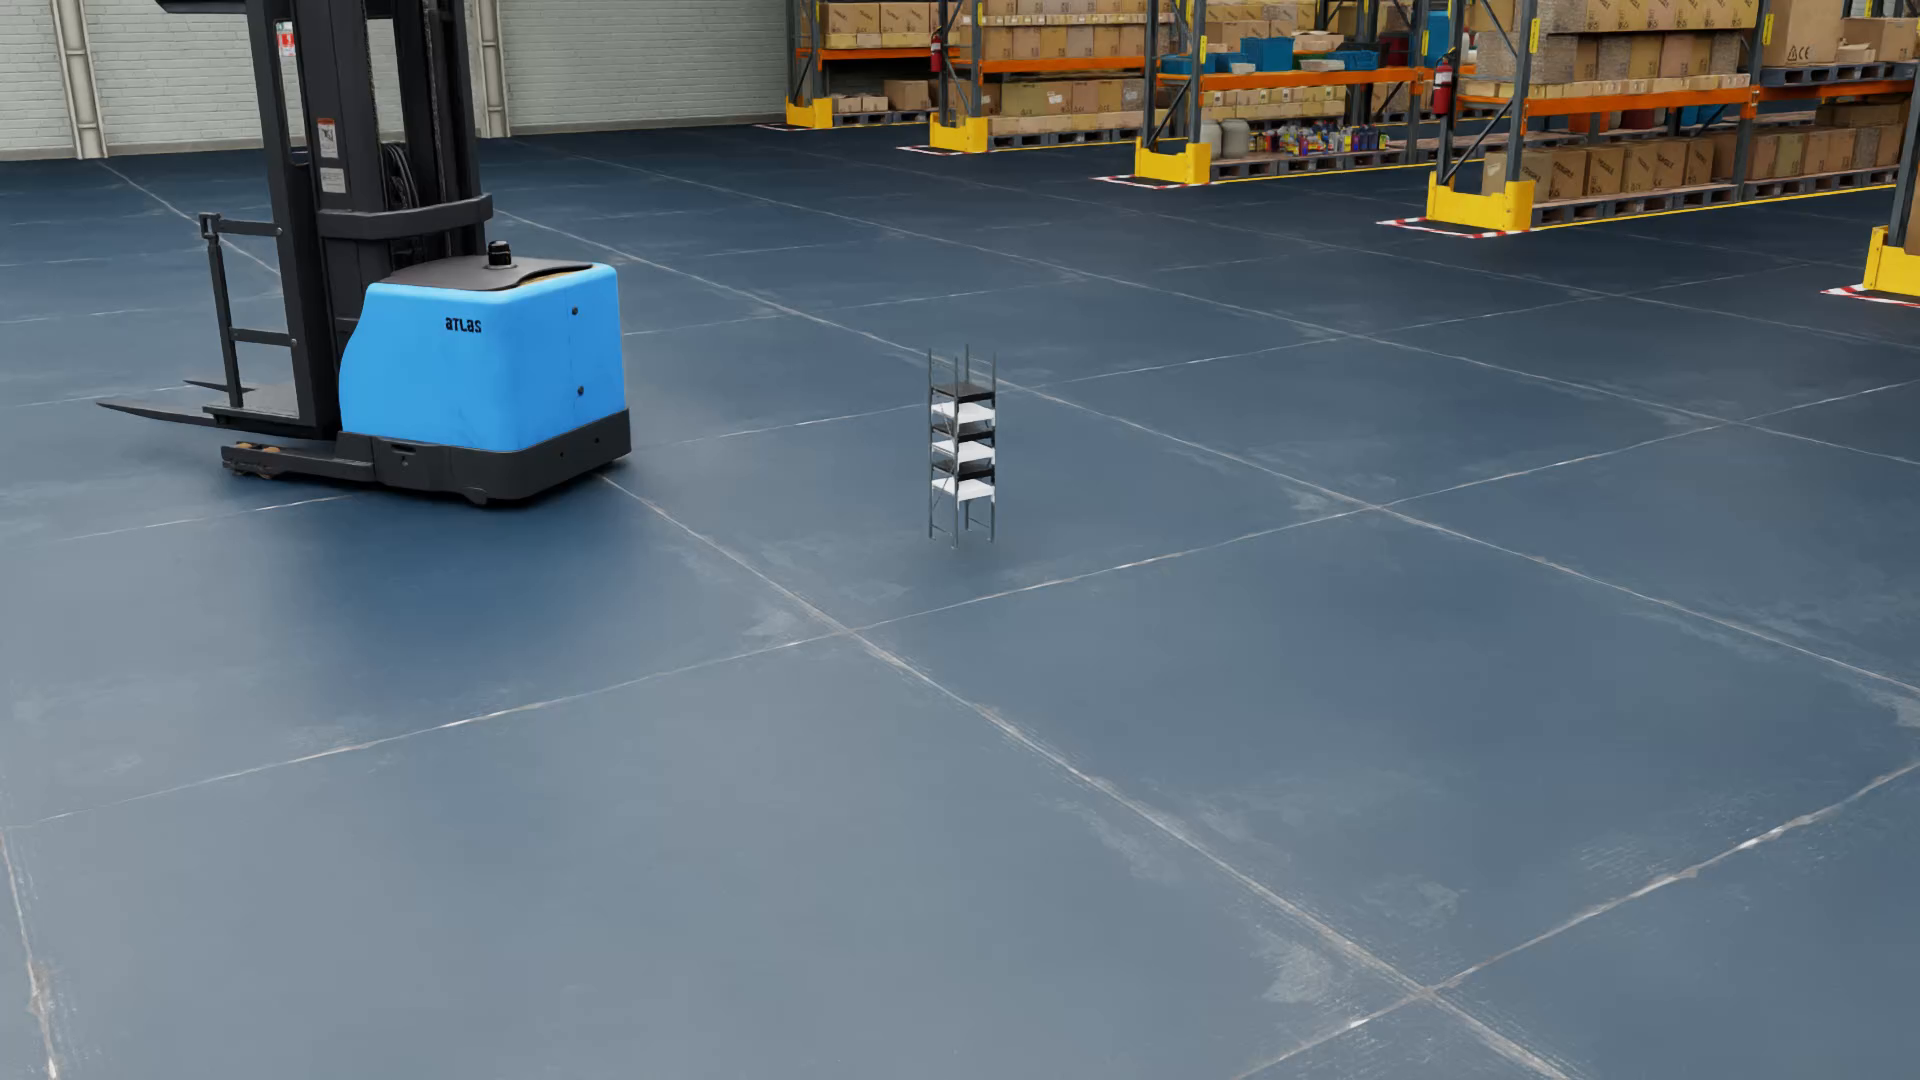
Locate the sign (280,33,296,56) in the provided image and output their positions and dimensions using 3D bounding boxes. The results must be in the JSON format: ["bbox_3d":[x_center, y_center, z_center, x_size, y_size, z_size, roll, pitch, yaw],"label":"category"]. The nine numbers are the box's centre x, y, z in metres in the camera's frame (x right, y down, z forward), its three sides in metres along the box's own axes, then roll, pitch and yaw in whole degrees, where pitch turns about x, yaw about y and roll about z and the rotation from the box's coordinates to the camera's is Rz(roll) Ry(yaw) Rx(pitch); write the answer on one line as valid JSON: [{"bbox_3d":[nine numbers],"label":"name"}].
[{"bbox_3d":[-10.237,-7.570,25.398,0.234,0.329,0.001,-12,22,-31],"label":"sign"}]

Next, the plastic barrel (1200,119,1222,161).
[{"bbox_3d":[3.225,-5.257,21.841,0.421,0.512,0.421,0,19,0],"label":"plastic barrel"}]

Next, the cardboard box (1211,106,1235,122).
[{"bbox_3d":[4.237,-7.122,27.764,0.500,0.250,0.500,-11,22,-30],"label":"cardboard box"}]

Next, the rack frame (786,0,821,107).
[{"bbox_3d":[-2.732,-8.751,28.945,0.127,3.000,1.000,-12,22,-31],"label":"rack frame"}]

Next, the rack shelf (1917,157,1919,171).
[{"bbox_3d":[9.755,-3.443,14.368,4.000,0.370,1.077,-12,22,-31],"label":"rack shelf"}]

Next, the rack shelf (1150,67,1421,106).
[{"bbox_3d":[4.387,-6.112,22.264,4.000,0.370,1.077,-12,22,-31],"label":"rack shelf"}]

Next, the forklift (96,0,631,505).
[{"bbox_3d":[-3.329,-1.852,8.648,3.031,2.935,1.130,8,20,22],"label":"forklift"}]

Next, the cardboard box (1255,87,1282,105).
[{"bbox_3d":[5.102,-7.570,28.215,0.500,0.311,0.500,-11,22,-30],"label":"cardboard box"}]

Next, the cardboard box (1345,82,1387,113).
[{"bbox_3d":[7.215,-7.863,29.537,0.500,0.500,0.500,-11,22,-29],"label":"cardboard box"}]

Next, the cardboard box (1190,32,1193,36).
[{"bbox_3d":[4.567,-10.088,33.263,0.250,0.149,0.380,-12,22,-31],"label":"cardboard box"}]

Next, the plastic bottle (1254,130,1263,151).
[{"bbox_3d":[4.097,-5.489,22.850,0.133,0.283,0.061,-11,22,-30],"label":"plastic bottle"}]

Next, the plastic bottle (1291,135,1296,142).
[{"bbox_3d":[4.590,-5.491,22.987,0.097,0.201,0.097,0,19,0],"label":"plastic bottle"}]

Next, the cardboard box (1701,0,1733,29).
[{"bbox_3d":[8.140,-5.901,18.334,0.500,0.500,0.500,-12,22,-31],"label":"cardboard box"}]

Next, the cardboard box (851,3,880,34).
[{"bbox_3d":[-1.749,-9.132,29.106,0.500,0.500,0.500,-12,22,-31],"label":"cardboard box"}]

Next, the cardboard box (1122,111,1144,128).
[{"bbox_3d":[2.646,-6.802,26.818,0.500,0.250,0.500,-12,22,-31],"label":"cardboard box"}]

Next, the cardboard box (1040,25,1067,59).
[{"bbox_3d":[1.247,-7.732,25.776,0.500,0.500,0.700,-12,22,-31],"label":"cardboard box"}]

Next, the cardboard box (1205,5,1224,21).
[{"bbox_3d":[4.939,-10.464,33.362,0.500,0.500,0.500,-11,22,-30],"label":"cardboard box"}]

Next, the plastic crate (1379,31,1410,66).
[{"bbox_3d":[6.294,-7.003,23.675,0.583,0.464,0.402,-12,22,-31],"label":"plastic crate"}]

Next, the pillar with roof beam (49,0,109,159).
[{"bbox_3d":[-10.277,-8.682,19.375,0.400,9.000,9.100,-12,22,-31],"label":"pillar with roof beam"}]

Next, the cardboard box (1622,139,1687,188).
[{"bbox_3d":[7.951,-4.333,19.124,0.500,0.500,0.500,-5,19,-14],"label":"cardboard box"}]

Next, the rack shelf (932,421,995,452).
[{"bbox_3d":[0.007,-0.481,7.587,0.200,0.077,0.258,-12,22,-31],"label":"rack shelf"}]

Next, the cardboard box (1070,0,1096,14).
[{"bbox_3d":[1.712,-8.448,25.867,0.500,0.500,0.700,-12,22,-31],"label":"cardboard box"}]

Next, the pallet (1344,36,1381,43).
[{"bbox_3d":[7.205,-8.883,29.635,1.003,0.211,1.213,-12,22,-31],"label":"pallet"}]

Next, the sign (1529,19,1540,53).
[{"bbox_3d":[5.740,-5.041,16.620,0.005,0.325,0.100,-12,22,-31],"label":"sign"}]

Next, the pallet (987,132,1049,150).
[{"bbox_3d":[0.611,-6.251,25.906,1.213,0.211,1.003,-12,22,-31],"label":"pallet"}]

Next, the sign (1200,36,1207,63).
[{"bbox_3d":[3.016,-6.084,20.625,0.005,0.325,0.100,-12,22,-31],"label":"sign"}]

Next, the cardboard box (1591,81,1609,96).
[{"bbox_3d":[6.657,-4.814,17.693,0.250,0.149,0.380,-12,22,-31],"label":"cardboard box"}]

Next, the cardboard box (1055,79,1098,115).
[{"bbox_3d":[1.820,-6.976,26.163,0.500,0.500,0.500,-12,22,-31],"label":"cardboard box"}]

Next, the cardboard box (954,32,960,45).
[{"bbox_3d":[-0.041,-9.144,30.310,0.500,0.250,0.500,-12,22,-31],"label":"cardboard box"}]

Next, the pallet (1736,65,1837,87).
[{"bbox_3d":[9.500,-5.485,19.586,1.213,0.211,1.003,-12,22,-31],"label":"pallet"}]

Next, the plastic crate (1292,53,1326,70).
[{"bbox_3d":[4.769,-6.541,22.741,0.662,0.188,0.450,-12,22,-31],"label":"plastic crate"}]

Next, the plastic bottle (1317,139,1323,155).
[{"bbox_3d":[4.855,-5.315,22.465,0.097,0.201,0.097,0,19,0],"label":"plastic bottle"}]

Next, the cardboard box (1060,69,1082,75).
[{"bbox_3d":[2.013,-9.140,32.142,0.500,0.250,0.500,-13,22,-33],"label":"cardboard box"}]

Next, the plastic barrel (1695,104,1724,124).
[{"bbox_3d":[12.275,-7.328,27.358,0.708,0.901,0.600,-12,22,-31],"label":"plastic barrel"}]

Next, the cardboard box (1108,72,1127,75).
[{"bbox_3d":[2.883,-8.984,32.850,0.500,0.500,0.700,-12,22,-31],"label":"cardboard box"}]

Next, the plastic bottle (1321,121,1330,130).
[{"bbox_3d":[5.155,-5.728,23.452,0.185,0.351,0.144,-11,22,-30],"label":"plastic bottle"}]

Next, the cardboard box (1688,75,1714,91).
[{"bbox_3d":[8.160,-5.102,18.544,0.250,0.149,0.380,-12,22,-31],"label":"cardboard box"}]

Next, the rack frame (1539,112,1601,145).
[{"bbox_3d":[9.398,-7.510,25.275,0.127,3.000,1.000,-12,22,-31],"label":"rack frame"}]

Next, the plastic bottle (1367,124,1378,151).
[{"bbox_3d":[5.678,-5.568,22.981,0.185,0.351,0.144,-13,22,-33],"label":"plastic bottle"}]

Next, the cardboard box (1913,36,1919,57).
[{"bbox_3d":[12.398,-6.386,21.793,0.500,0.500,0.500,-11,22,-30],"label":"cardboard box"}]

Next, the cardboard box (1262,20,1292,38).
[{"bbox_3d":[5.285,-8.583,28.293,0.500,0.500,0.500,-13,23,-34],"label":"cardboard box"}]

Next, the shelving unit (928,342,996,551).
[{"bbox_3d":[0.007,-0.428,7.605,0.210,0.900,0.258,-12,22,-31],"label":"shelving unit"}]

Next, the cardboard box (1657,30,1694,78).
[{"bbox_3d":[7.573,-5.412,18.450,0.500,0.500,0.875,-12,22,-31],"label":"cardboard box"}]

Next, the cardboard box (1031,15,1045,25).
[{"bbox_3d":[1.082,-7.927,25.340,0.250,0.149,0.380,-12,22,-32],"label":"cardboard box"}]

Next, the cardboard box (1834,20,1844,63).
[{"bbox_3d":[10.179,-6.058,20.164,0.637,0.503,0.797,-9,21,-26],"label":"cardboard box"}]

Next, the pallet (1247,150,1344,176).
[{"bbox_3d":[4.454,-5.161,22.681,1.213,0.211,1.003,-12,22,-31],"label":"pallet"}]

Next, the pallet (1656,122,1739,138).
[{"bbox_3d":[12.072,-6.769,27.436,1.213,0.211,1.003,-12,22,-31],"label":"pallet"}]

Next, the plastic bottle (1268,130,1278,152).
[{"bbox_3d":[4.294,-5.472,22.801,0.133,0.283,0.061,-12,22,-31],"label":"plastic bottle"}]

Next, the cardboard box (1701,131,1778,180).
[{"bbox_3d":[9.306,-4.607,19.905,0.500,0.500,0.700,-14,23,-36],"label":"cardboard box"}]

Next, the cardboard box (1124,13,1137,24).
[{"bbox_3d":[2.583,-8.244,26.277,0.250,0.149,0.380,-12,22,-32],"label":"cardboard box"}]

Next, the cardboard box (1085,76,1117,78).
[{"bbox_3d":[2.364,-7.294,27.104,0.500,0.500,0.500,-12,22,-31],"label":"cardboard box"}]
